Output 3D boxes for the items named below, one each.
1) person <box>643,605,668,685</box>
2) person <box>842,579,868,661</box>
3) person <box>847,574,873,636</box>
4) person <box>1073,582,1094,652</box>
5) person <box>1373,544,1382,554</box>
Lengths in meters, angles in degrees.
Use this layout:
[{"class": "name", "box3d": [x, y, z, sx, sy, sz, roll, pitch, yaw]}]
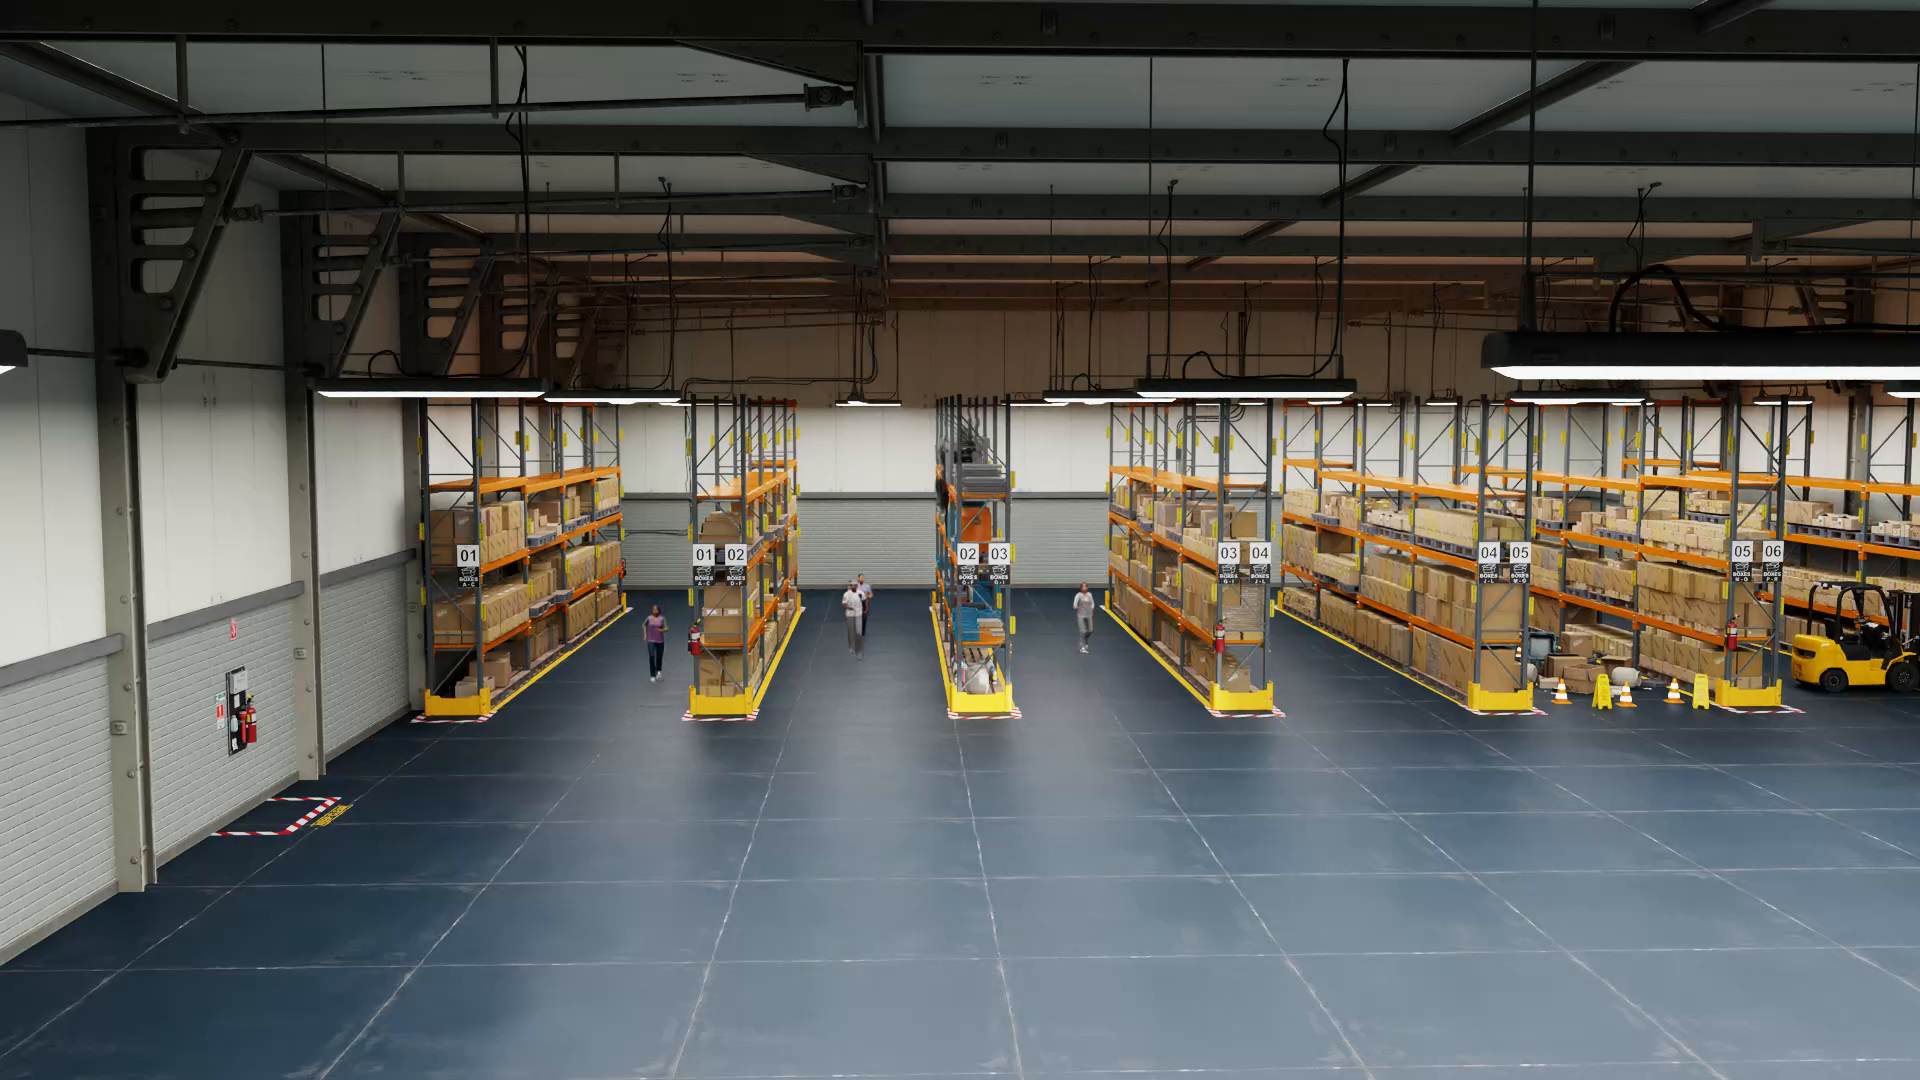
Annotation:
[{"class": "person", "box3d": [-6.384, 2.171, 34.884, 0.510, 1.642, 0.738, -1, 5, -13]}, {"class": "person", "box3d": [-2.306, 1.742, 36.647, 0.589, 1.809, 0.705, -1, 5, -8]}, {"class": "person", "box3d": [-2.465, 1.635, 41.280, 0.624, 1.580, 1.015, -1, 5, -12]}, {"class": "person", "box3d": [2.796, 1.730, 37.067, 0.525, 1.577, 0.523, -1, 5, -13]}, {"class": "person", "box3d": [12.264, 0.977, 49.201, 0.583, 1.741, 0.663, 0, 5, -6]}]
